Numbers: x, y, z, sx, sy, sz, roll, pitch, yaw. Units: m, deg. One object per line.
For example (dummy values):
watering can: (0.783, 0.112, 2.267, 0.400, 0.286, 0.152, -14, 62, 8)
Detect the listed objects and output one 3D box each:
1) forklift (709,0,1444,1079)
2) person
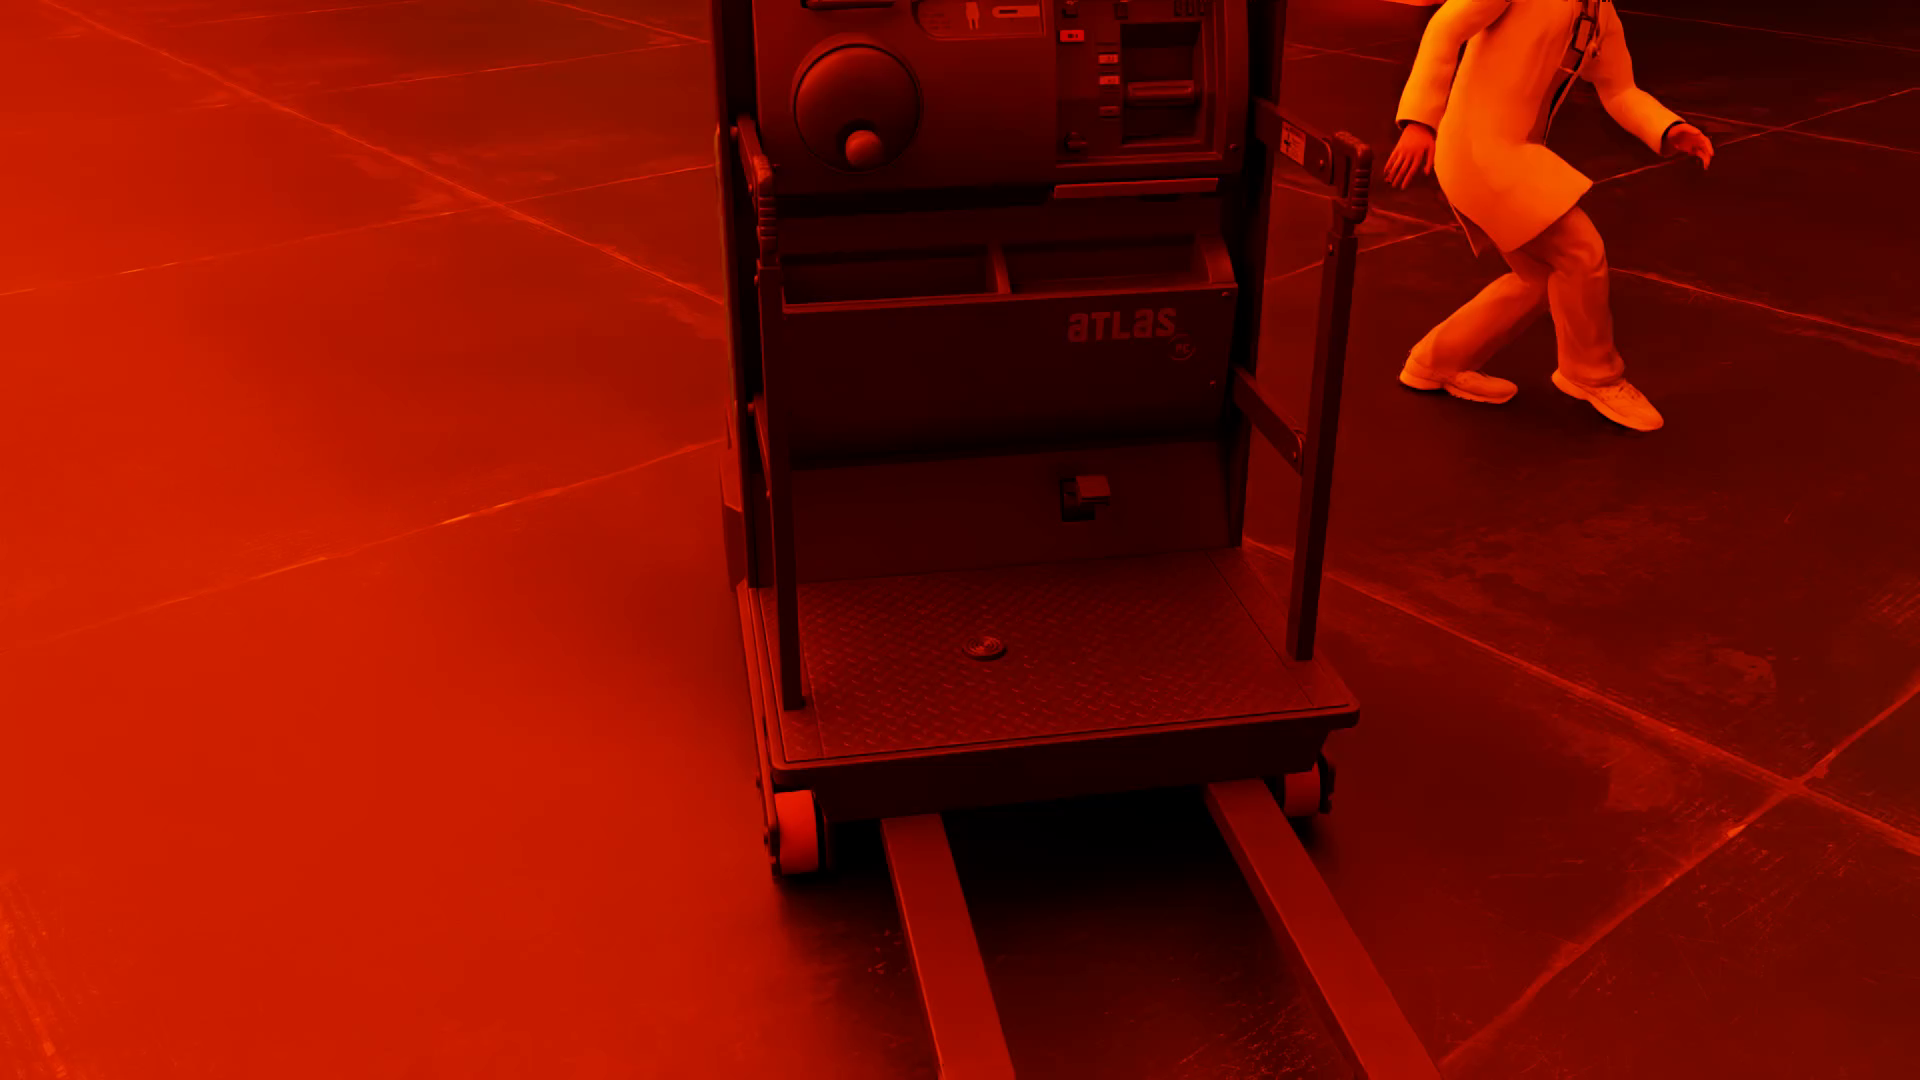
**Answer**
forklift: (0.125, -0.844, 2.904, 1.130, 2.935, 3.031, -5, 27, -9)
person: (1.769, -1.104, 4.936, 0.831, 1.618, 0.808, 16, 31, 30)
